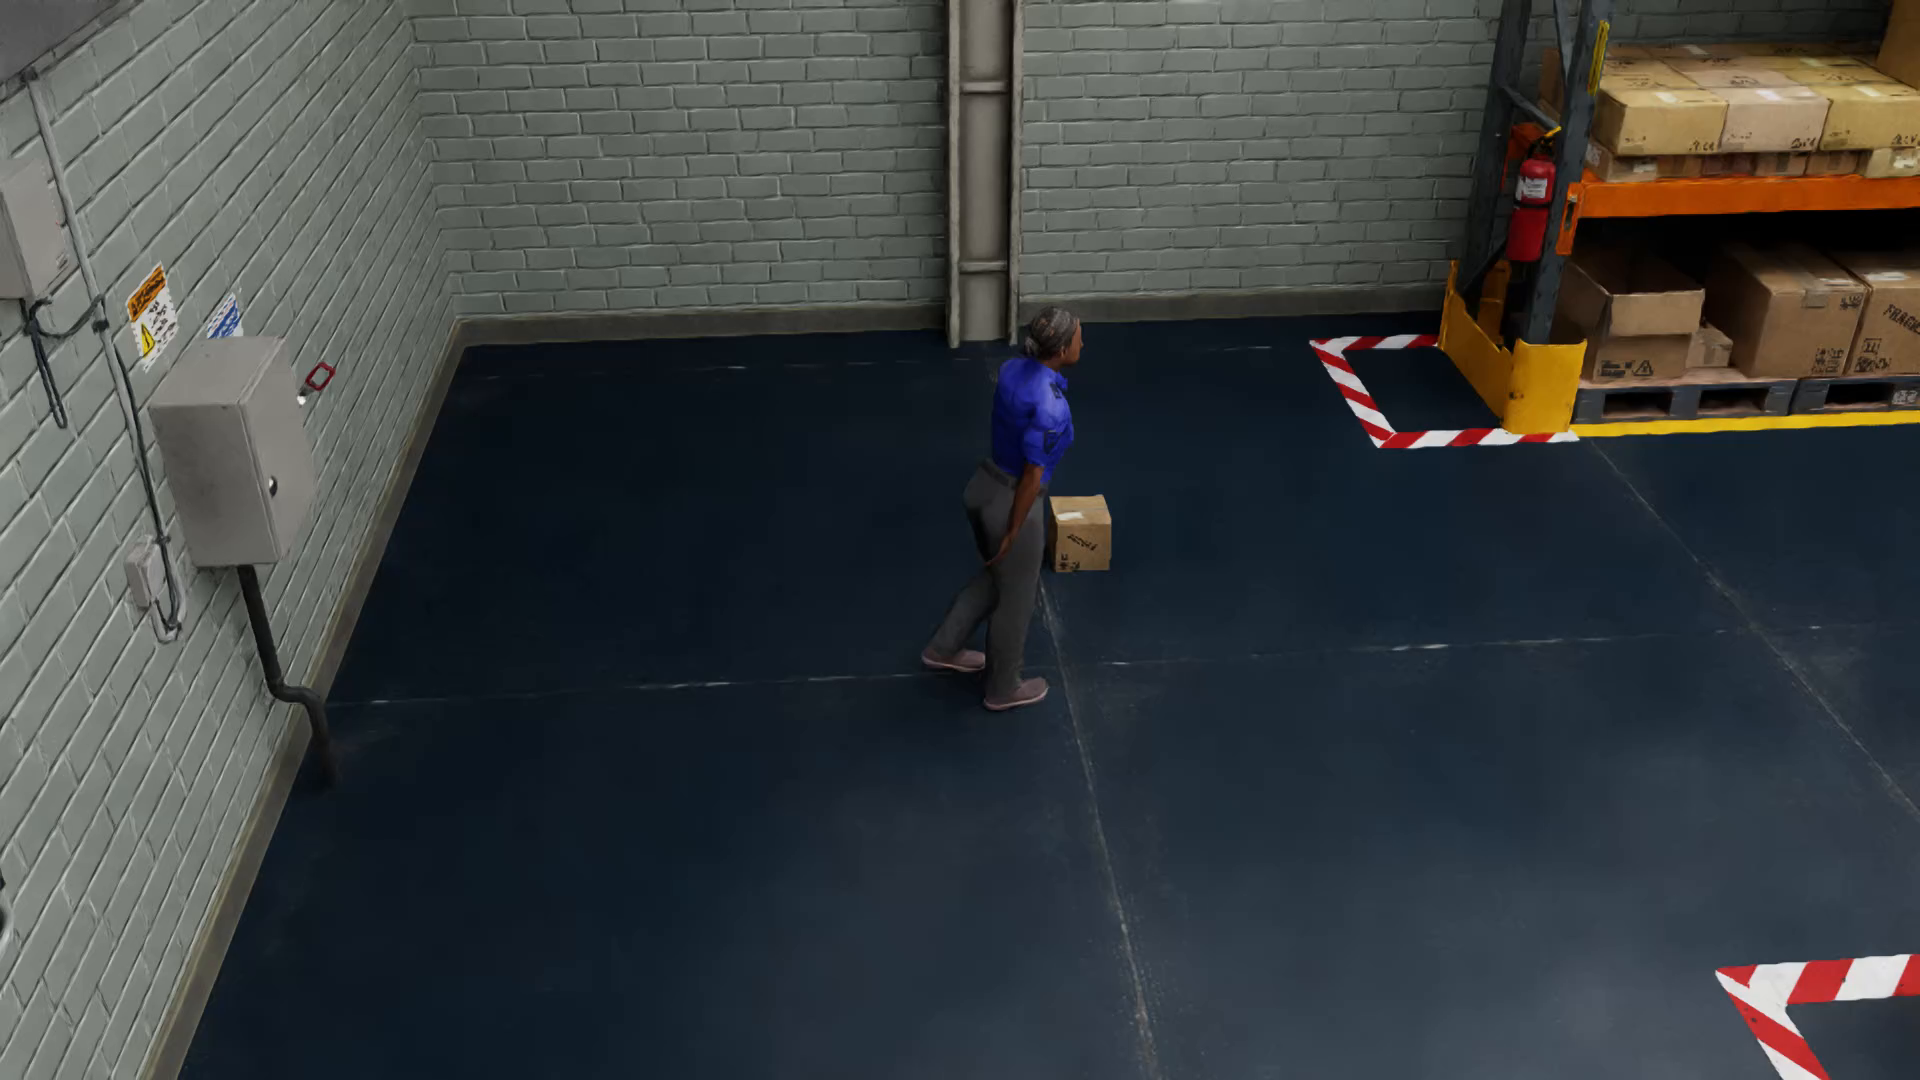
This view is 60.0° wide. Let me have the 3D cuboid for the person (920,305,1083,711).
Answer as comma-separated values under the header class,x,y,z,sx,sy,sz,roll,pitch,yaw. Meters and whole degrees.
class,x,y,z,sx,sy,sz,roll,pitch,yaw
person,0.177,-0.095,6.332,0.600,1.621,0.448,-15,34,-23
